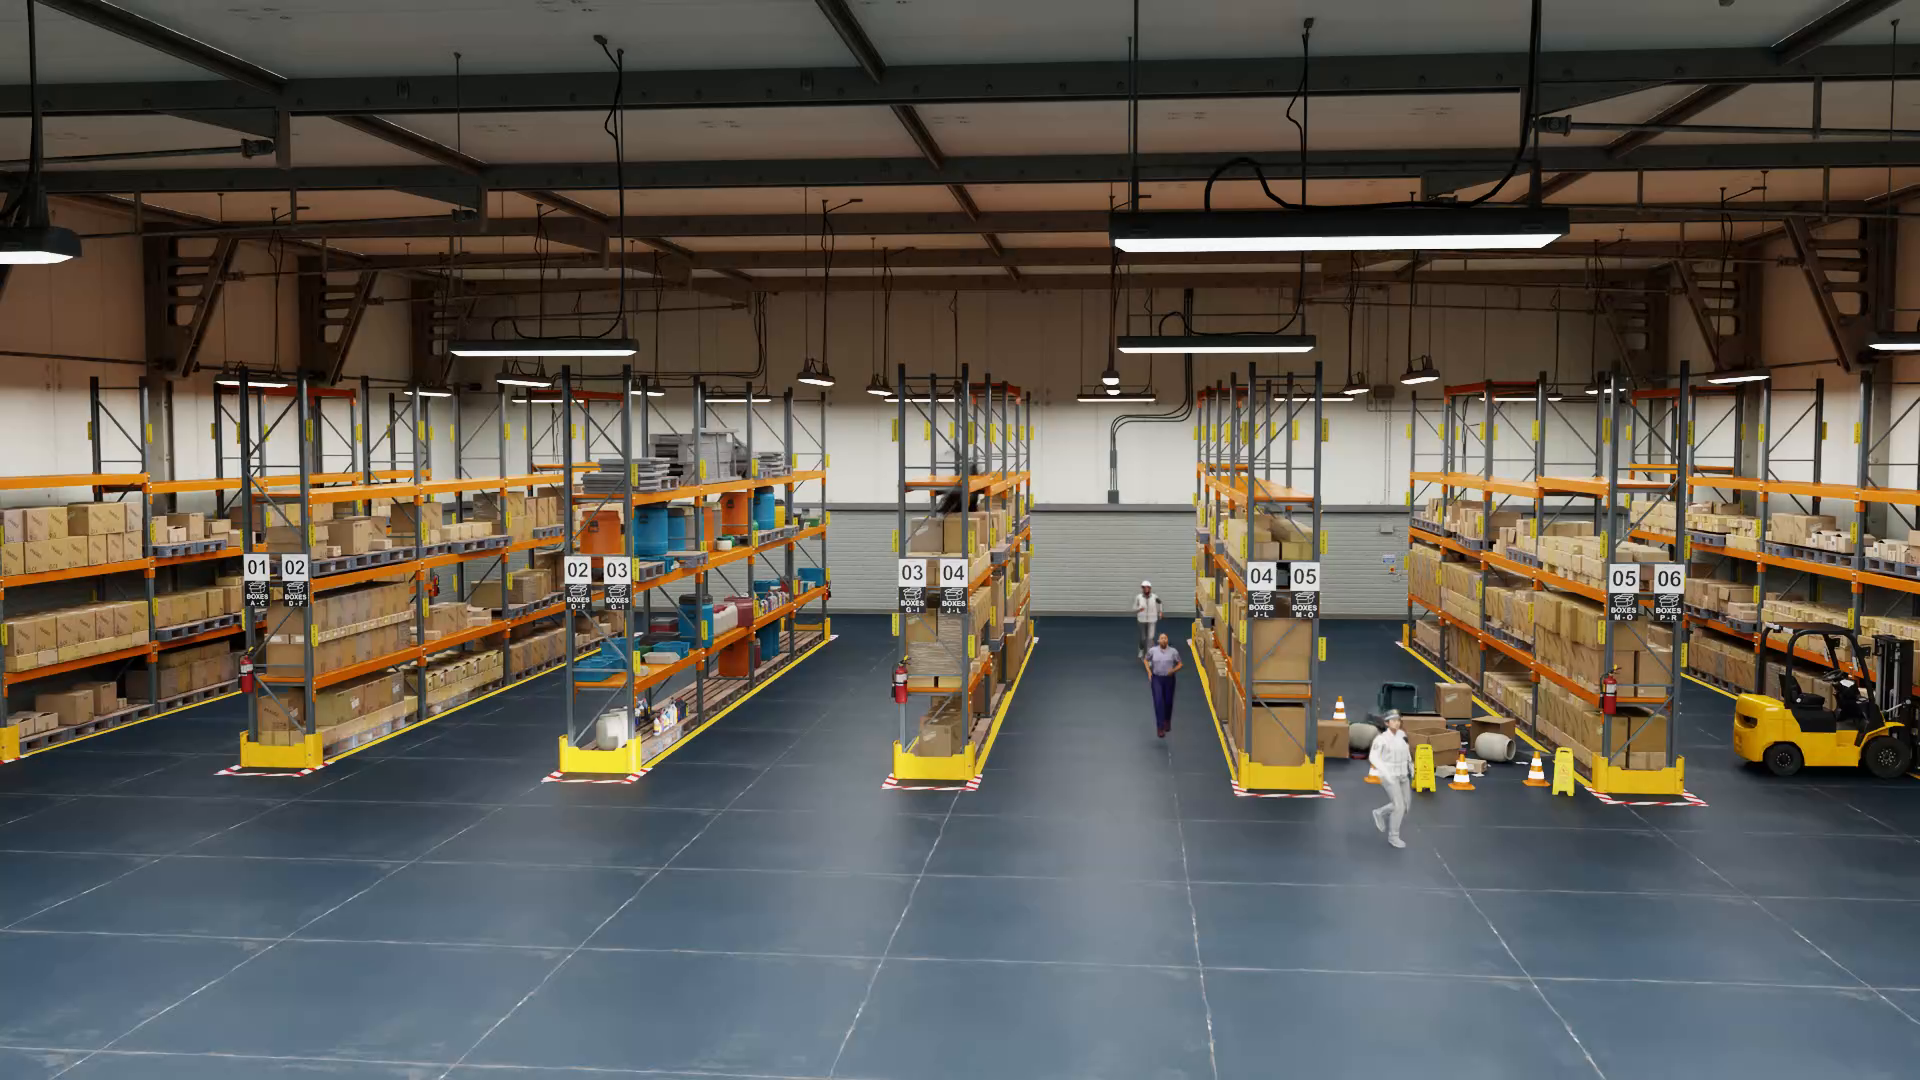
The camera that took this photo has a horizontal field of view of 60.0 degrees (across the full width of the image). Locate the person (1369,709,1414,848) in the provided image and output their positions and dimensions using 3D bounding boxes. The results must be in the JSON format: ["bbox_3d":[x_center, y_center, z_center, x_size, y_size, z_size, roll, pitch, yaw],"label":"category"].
[{"bbox_3d":[5.259,2.877,20.318,0.616,1.675,0.561,-2,4,-29],"label":"person"}]

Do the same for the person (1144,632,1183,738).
[{"bbox_3d":[3.263,2.302,26.761,0.602,1.648,0.837,0,4,3],"label":"person"}]

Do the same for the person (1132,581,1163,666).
[{"bbox_3d":[4.090,1.792,36.272,0.663,1.819,0.912,1,4,8],"label":"person"}]
